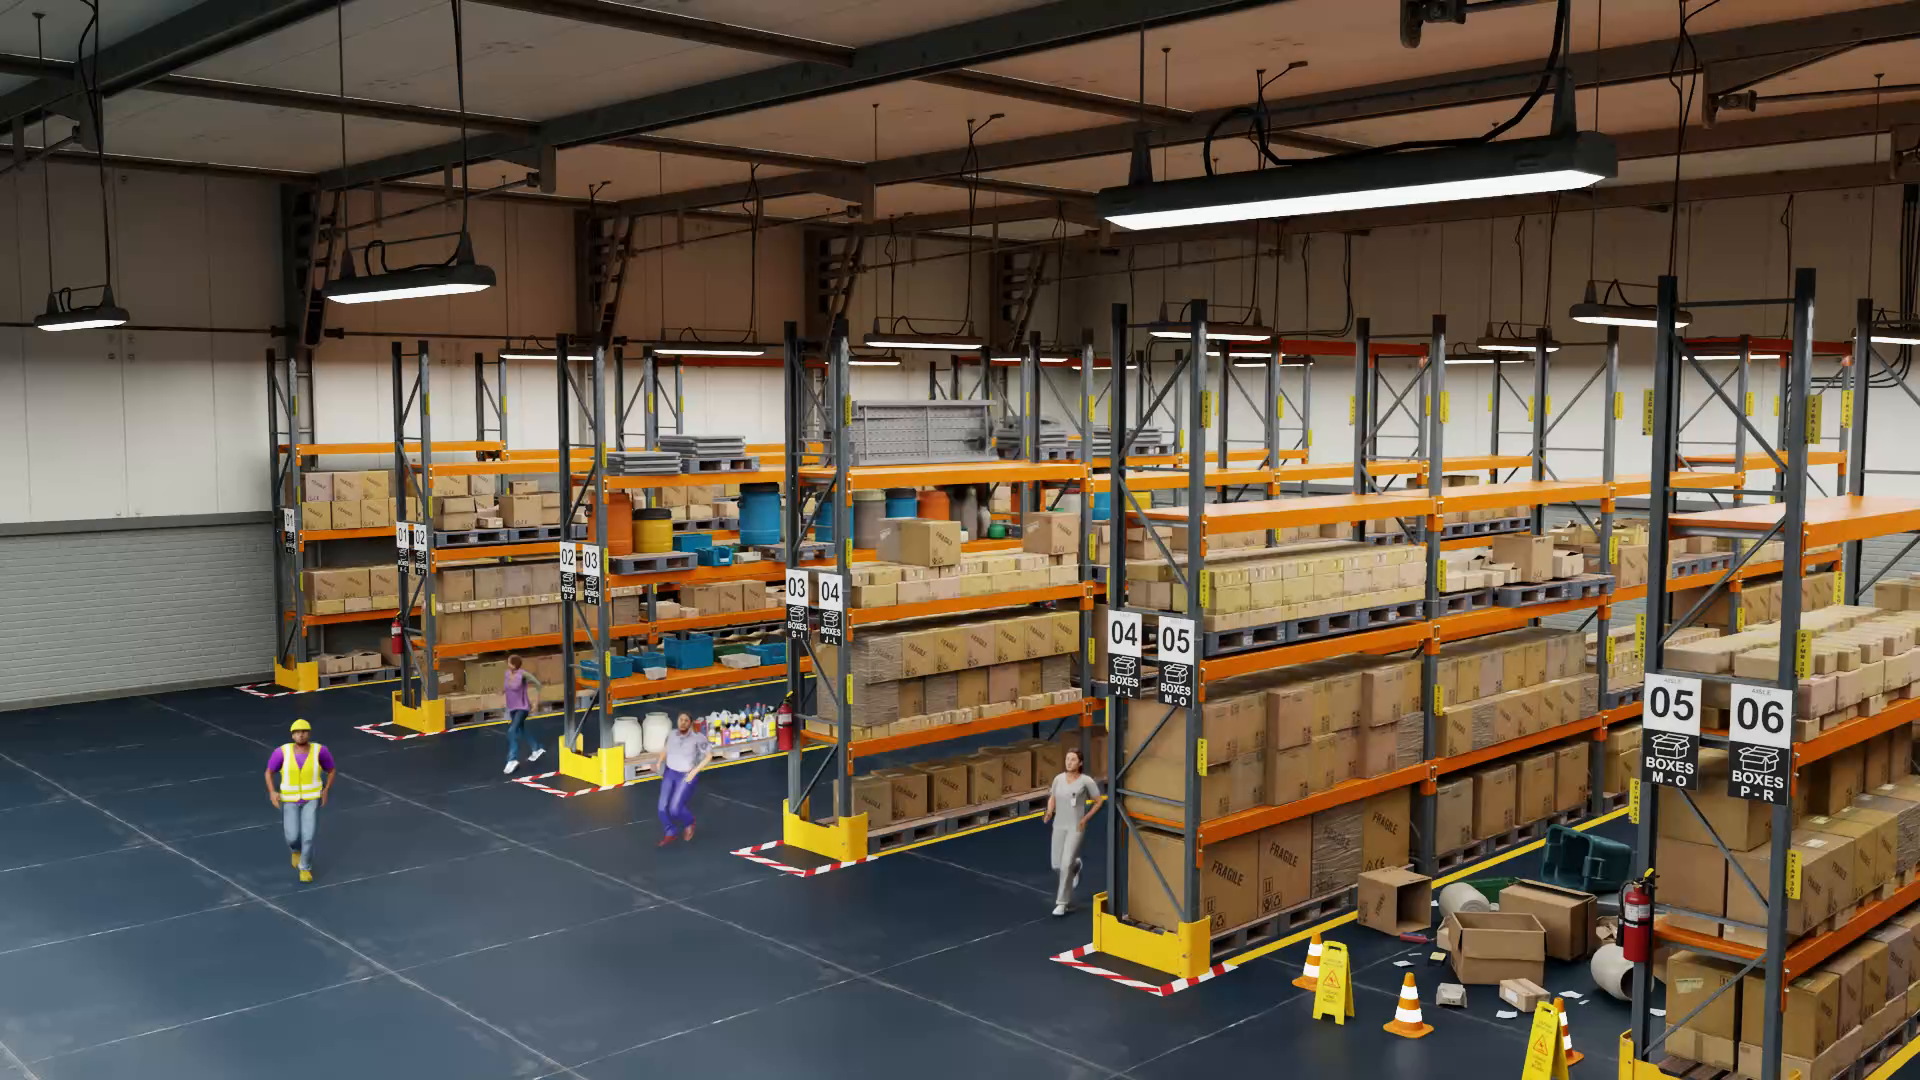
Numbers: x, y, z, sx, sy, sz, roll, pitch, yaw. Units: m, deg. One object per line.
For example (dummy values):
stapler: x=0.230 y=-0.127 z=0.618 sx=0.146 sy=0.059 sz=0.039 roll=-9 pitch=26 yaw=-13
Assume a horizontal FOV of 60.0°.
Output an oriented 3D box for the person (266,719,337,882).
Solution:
person: x=-7.056 y=2.767 z=17.827 sx=0.713 sy=1.728 sz=0.558 roll=-2 pitch=5 yaw=-18

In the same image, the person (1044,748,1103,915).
person: x=1.125 y=2.901 z=16.740 sx=0.564 sy=1.621 sz=0.768 roll=3 pitch=6 yaw=28

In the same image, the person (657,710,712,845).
person: x=-3.199 y=2.736 z=19.070 sx=0.608 sy=1.577 sz=0.520 roll=2 pitch=5 yaw=25

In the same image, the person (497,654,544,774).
person: x=-6.106 y=2.386 z=23.125 sx=0.562 sy=1.609 sz=0.798 roll=3 pitch=6 yaw=35
